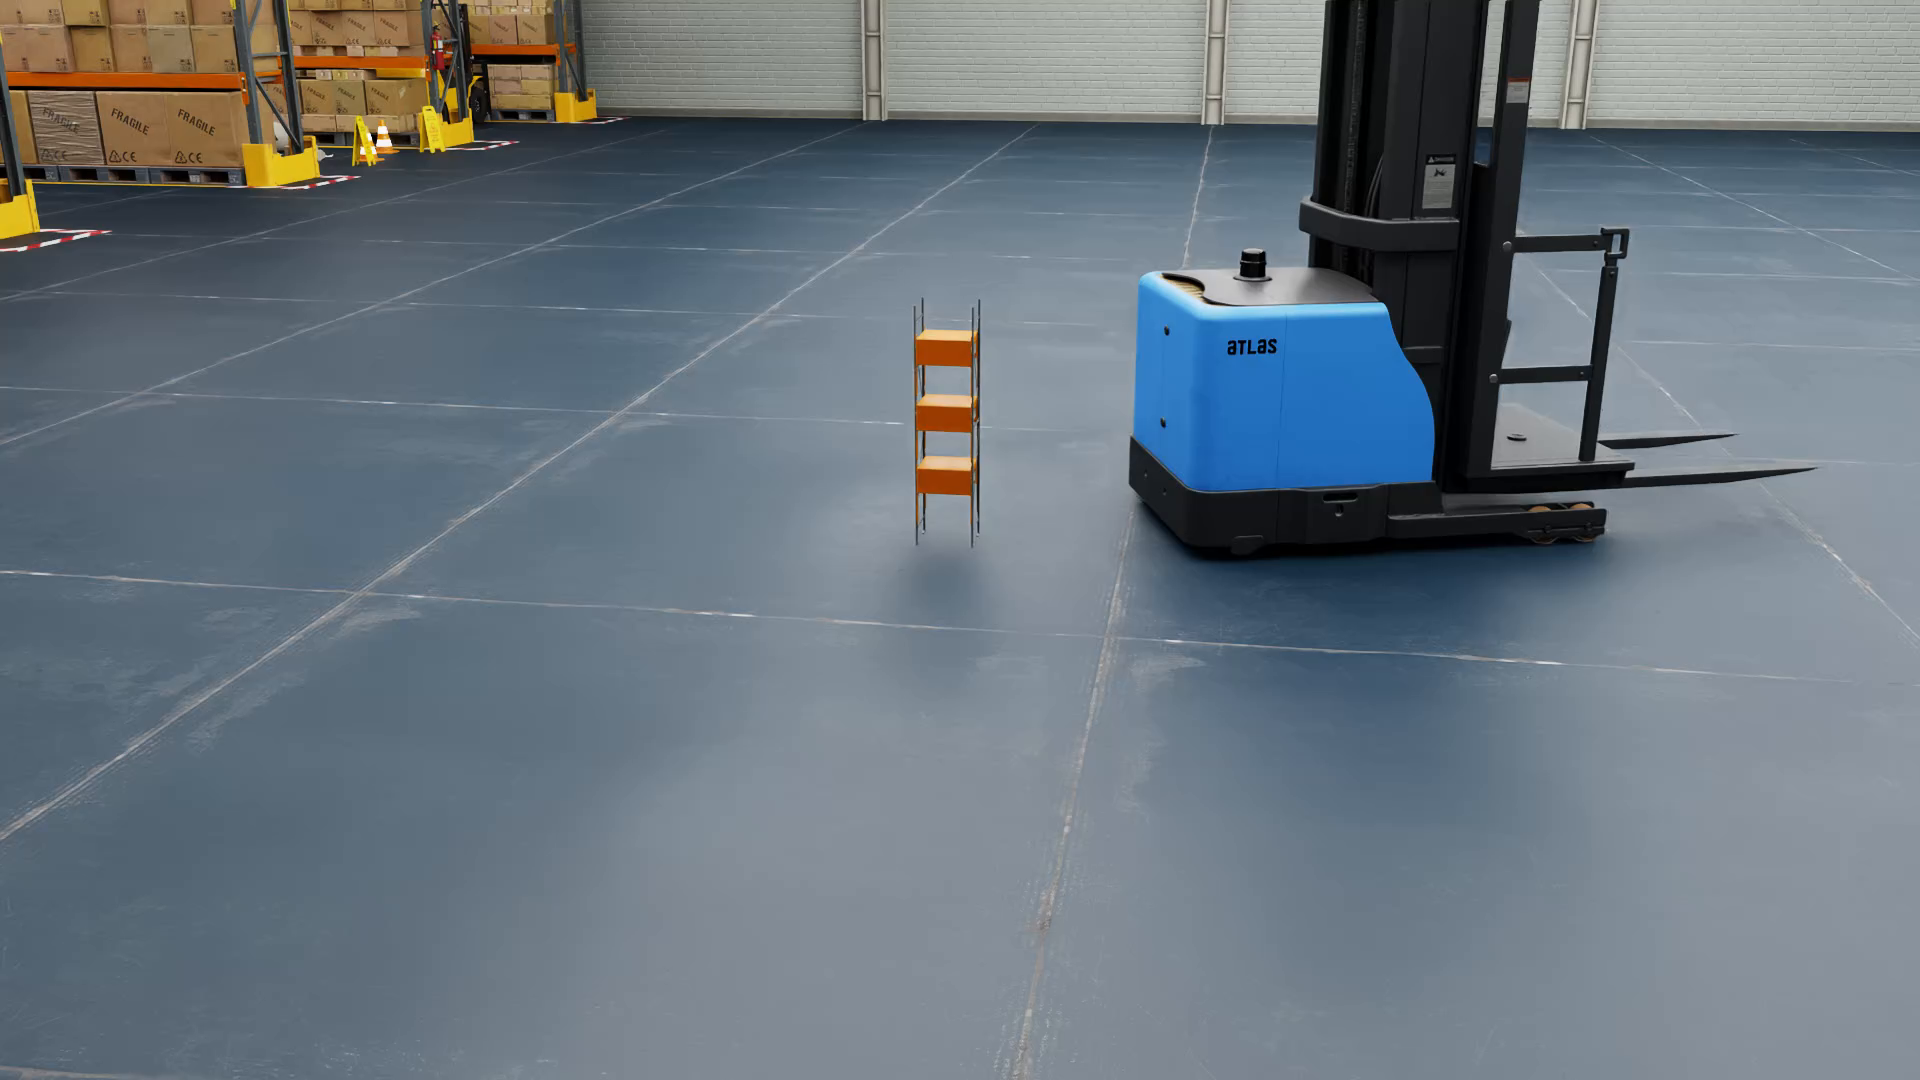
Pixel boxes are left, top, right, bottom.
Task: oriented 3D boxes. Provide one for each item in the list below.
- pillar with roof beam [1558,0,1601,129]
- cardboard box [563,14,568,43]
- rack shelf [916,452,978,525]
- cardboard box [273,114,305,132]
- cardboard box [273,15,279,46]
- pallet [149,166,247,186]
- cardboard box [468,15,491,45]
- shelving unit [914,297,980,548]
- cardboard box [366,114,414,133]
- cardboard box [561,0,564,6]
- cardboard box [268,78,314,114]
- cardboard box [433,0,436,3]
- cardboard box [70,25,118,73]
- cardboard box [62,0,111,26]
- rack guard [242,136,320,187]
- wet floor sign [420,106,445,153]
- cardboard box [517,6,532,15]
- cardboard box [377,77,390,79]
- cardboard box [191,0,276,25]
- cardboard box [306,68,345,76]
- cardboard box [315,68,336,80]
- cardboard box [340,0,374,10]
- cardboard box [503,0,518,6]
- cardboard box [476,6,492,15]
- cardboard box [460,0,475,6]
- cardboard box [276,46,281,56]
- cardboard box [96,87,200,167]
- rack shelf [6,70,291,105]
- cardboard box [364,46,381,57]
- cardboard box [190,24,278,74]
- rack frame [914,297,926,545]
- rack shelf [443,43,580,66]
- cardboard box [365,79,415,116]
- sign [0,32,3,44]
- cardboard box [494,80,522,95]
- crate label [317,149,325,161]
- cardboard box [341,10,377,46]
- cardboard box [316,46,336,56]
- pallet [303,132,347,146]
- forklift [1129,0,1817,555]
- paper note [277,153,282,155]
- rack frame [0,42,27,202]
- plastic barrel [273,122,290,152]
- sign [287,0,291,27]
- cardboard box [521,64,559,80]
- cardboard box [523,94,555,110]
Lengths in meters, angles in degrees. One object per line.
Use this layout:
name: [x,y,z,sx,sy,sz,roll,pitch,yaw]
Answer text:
pillar with roof beam: [9.645,-9.871,22.624,0.400,9.000,9.100,3,19,9]
cardboard box: [-7.345,-9.123,29.684,0.500,0.500,0.500,4,19,10]
rack shelf: [-0.053,-0.227,7.236,0.240,0.259,0.215,3,19,9]
cardboard box: [-10.040,-6.341,25.200,0.500,0.250,0.500,3,19,8]
cardboard box: [-10.249,-7.641,24.787,0.500,0.500,0.500,3,19,8]
pallet: [-9.170,-4.546,20.557,1.213,0.211,1.003,3,19,9]
cardboard box: [-8.444,-9.008,29.341,0.500,0.500,0.500,3,19,8]
shelving unit: [-0.053,-0.501,7.145,0.252,1.050,0.215,3,19,9]
cardboard box: [-8.548,-6.261,24.960,0.500,0.250,0.500,3,19,8]
cardboard box: [-7.197,-9.544,29.450,0.250,0.149,0.380,3,19,8]
cardboard box: [-10.051,-6.696,25.079,0.500,0.500,0.500,4,19,12]
cardboard box: [-9.297,-9.512,29.356,0.250,0.149,0.380,3,19,8]
cardboard box: [-10.351,-6.030,20.362,0.500,0.550,0.875,3,19,9]
cardboard box: [-10.362,-6.522,20.130,0.500,0.550,0.875,3,19,9]
rack guard: [-8.345,-4.666,20.460,0.348,0.500,1.175,3,19,9]
wet floor sign: [-7.665,-5.947,24.060,0.232,0.644,0.267,10,21,27]
cardboard box: [-7.543,-9.252,29.047,0.250,0.149,0.380,3,19,10]
cardboard box: [-8.976,-6.812,25.426,0.500,0.500,0.500,2,19,7]
cardboard box: [-8.729,-6.467,19.964,0.550,0.550,0.875,3,19,9]
cardboard box: [-11.366,-8.261,30.345,0.625,0.625,0.875,4,19,11]
cardboard box: [-9.396,-6.950,24.816,0.250,0.149,0.380,4,19,11]
cardboard box: [-8.721,-8.056,24.451,0.500,0.500,0.700,3,19,9]
cardboard box: [-7.798,-9.419,29.078,0.250,0.149,0.380,3,19,10]
cardboard box: [-8.304,-9.299,29.187,0.250,0.149,0.380,2,19,7]
cardboard box: [-8.563,-9.445,29.154,0.250,0.149,0.380,3,19,10]
cardboard box: [-10.111,-7.307,24.810,0.250,0.149,0.380,3,19,9]
cardboard box: [-9.918,-5.101,20.508,0.875,0.875,0.875,3,19,8]
rack shelf: [-10.343,-5.612,20.482,4.000,0.370,1.077,3,19,9]
cardboard box: [-8.604,-7.239,24.606,0.250,0.149,0.380,3,19,8]
cardboard box: [-8.742,-5.928,20.057,0.550,0.550,0.875,3,19,9]
rack frame: [-0.173,-0.507,7.163,0.008,1.050,0.200,3,19,9]
rack shelf: [-8.874,-8.723,29.780,4.000,0.370,1.077,3,19,9]
cardboard box: [-8.516,-6.618,24.844,0.500,0.500,0.500,3,19,9]
sign: [-9.169,-4.884,15.809,0.005,0.325,0.100,3,19,9]
cardboard box: [-7.923,-8.051,29.522,0.500,0.250,0.500,3,19,8]
crate label: [-8.939,-5.324,22.998,0.298,0.136,0.250,-7,20,-20]
cardboard box: [-8.756,-7.565,24.557,0.500,0.500,0.500,3,19,9]
cardboard box: [-9.360,-7.283,24.740,0.250,0.149,0.380,3,19,8]
pallet: [-9.756,-6.204,25.512,1.213,0.211,1.003,3,19,9]
forklift: [2.364,-1.531,7.259,3.031,2.935,1.130,-3,19,-9]
paper note: [-9.747,-5.509,23.737,0.142,0.019,0.148,10,21,27]
rack frame: [-9.255,-4.304,15.438,0.127,3.000,1.000,3,19,9]
plastic barrel: [-9.963,-5.816,24.019,0.512,0.421,0.421,-15,24,-38]
sign: [-8.275,-6.474,20.436,0.005,0.325,0.100,3,19,9]
cardboard box: [-7.404,-8.258,29.354,0.500,0.250,0.500,4,19,10]
cardboard box: [-7.414,-7.784,29.510,0.500,0.250,0.500,3,19,9]
